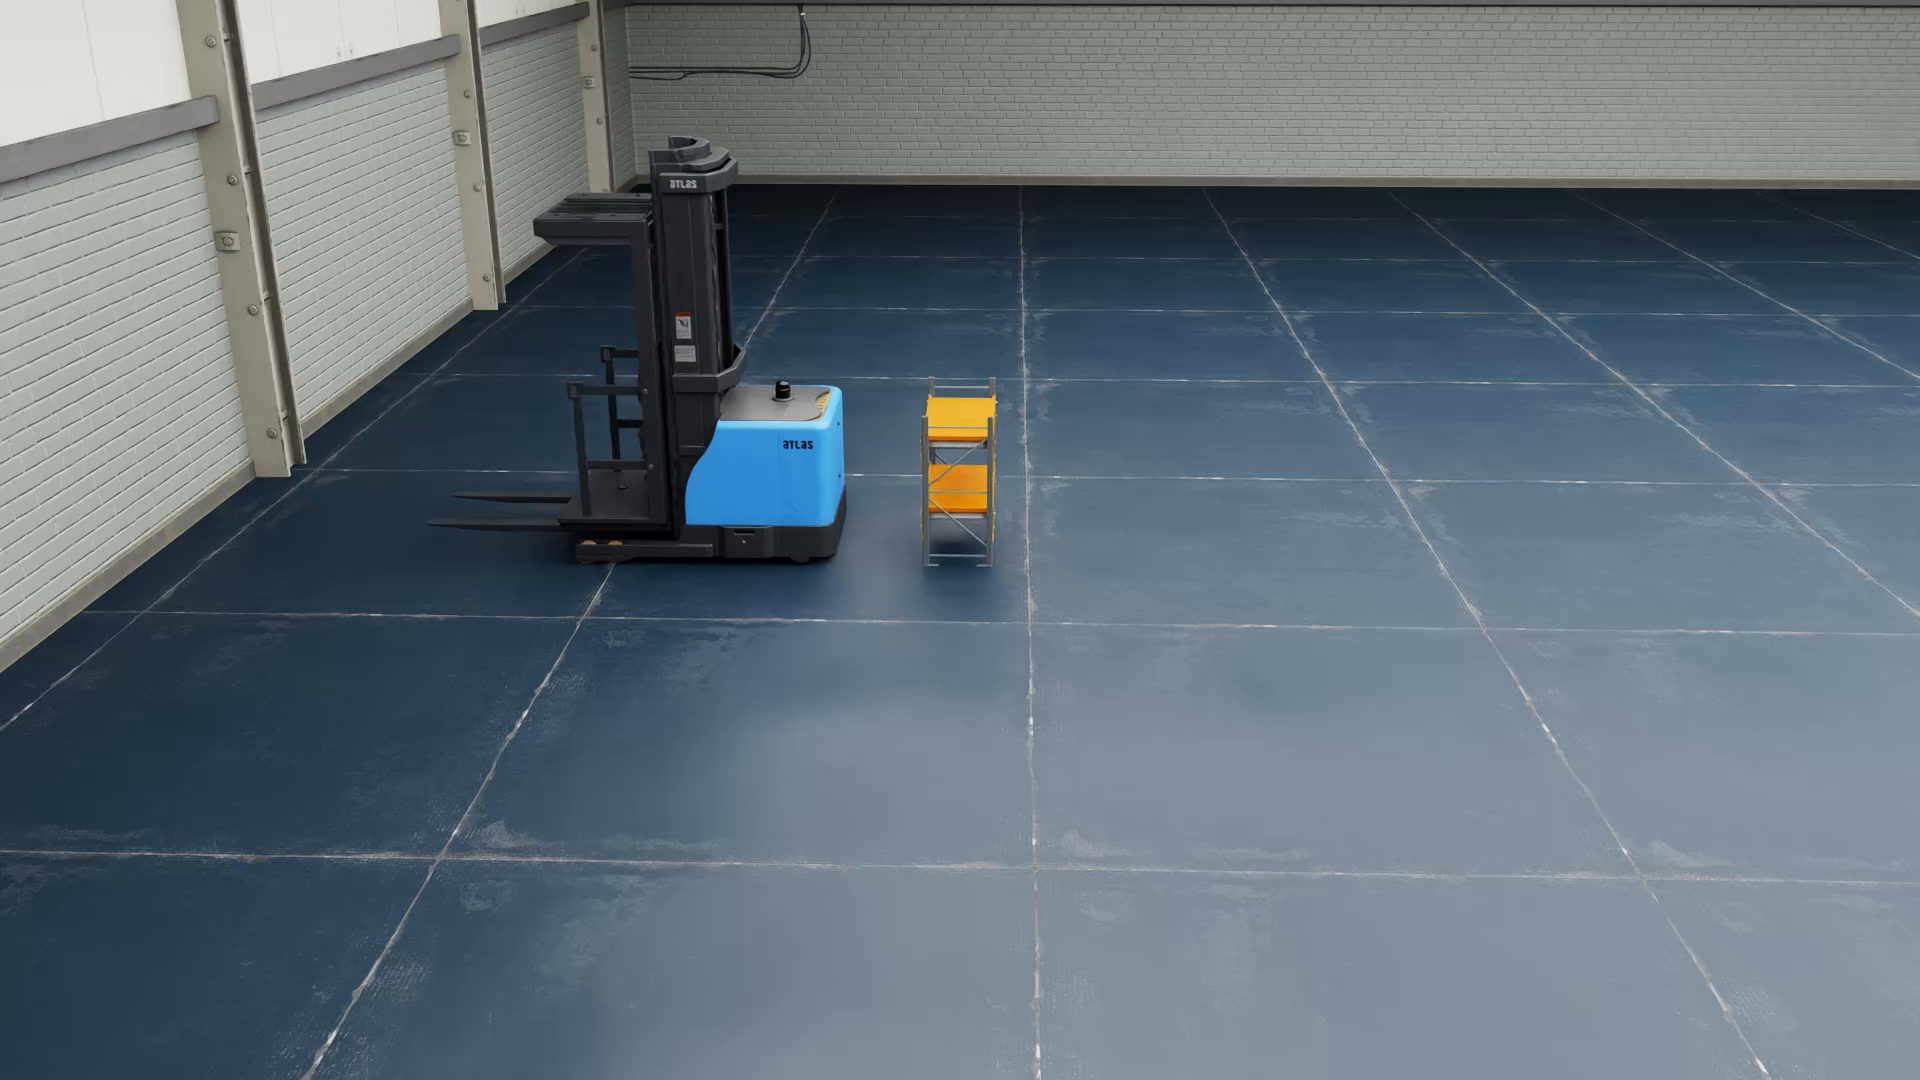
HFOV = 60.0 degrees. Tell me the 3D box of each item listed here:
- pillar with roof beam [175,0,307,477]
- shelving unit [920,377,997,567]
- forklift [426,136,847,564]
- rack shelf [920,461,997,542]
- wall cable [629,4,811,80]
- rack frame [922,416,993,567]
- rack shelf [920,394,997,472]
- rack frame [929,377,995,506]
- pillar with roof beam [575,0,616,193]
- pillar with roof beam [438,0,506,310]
[{"bbox_3d":[-1.454,-4.747,12.323,9.100,9.000,0.400,1,21,2],"label":"pillar with roof beam"},{"bbox_3d":[0.000,-0.522,12.319,0.538,1.125,1.048,1,21,2],"label":"shelving unit"},{"bbox_3d":[-2.405,-1.380,12.035,3.031,2.935,1.130,1,21,2],"label":"forklift"},{"bbox_3d":[0.000,-0.294,12.408,0.538,0.278,1.000,1,21,2],"label":"rack shelf"},{"bbox_3d":[-3.980,-8.736,26.896,3.097,2.526,0.112,1,21,2],"label":"wall cable"},{"bbox_3d":[-0.016,-0.338,11.845,0.500,1.125,0.032,1,21,2],"label":"rack frame"},{"bbox_3d":[0.000,-0.795,12.213,0.538,0.278,1.000,1,21,2],"label":"rack shelf"},{"bbox_3d":[0.015,-0.706,12.793,0.500,1.125,0.032,1,21,2],"label":"rack frame"},{"bbox_3d":[-1.089,-9.086,23.505,9.100,9.000,0.400,1,21,2],"label":"pillar with roof beam"},{"bbox_3d":[-1.271,-6.916,17.914,9.100,9.000,0.400,1,21,2],"label":"pillar with roof beam"}]
